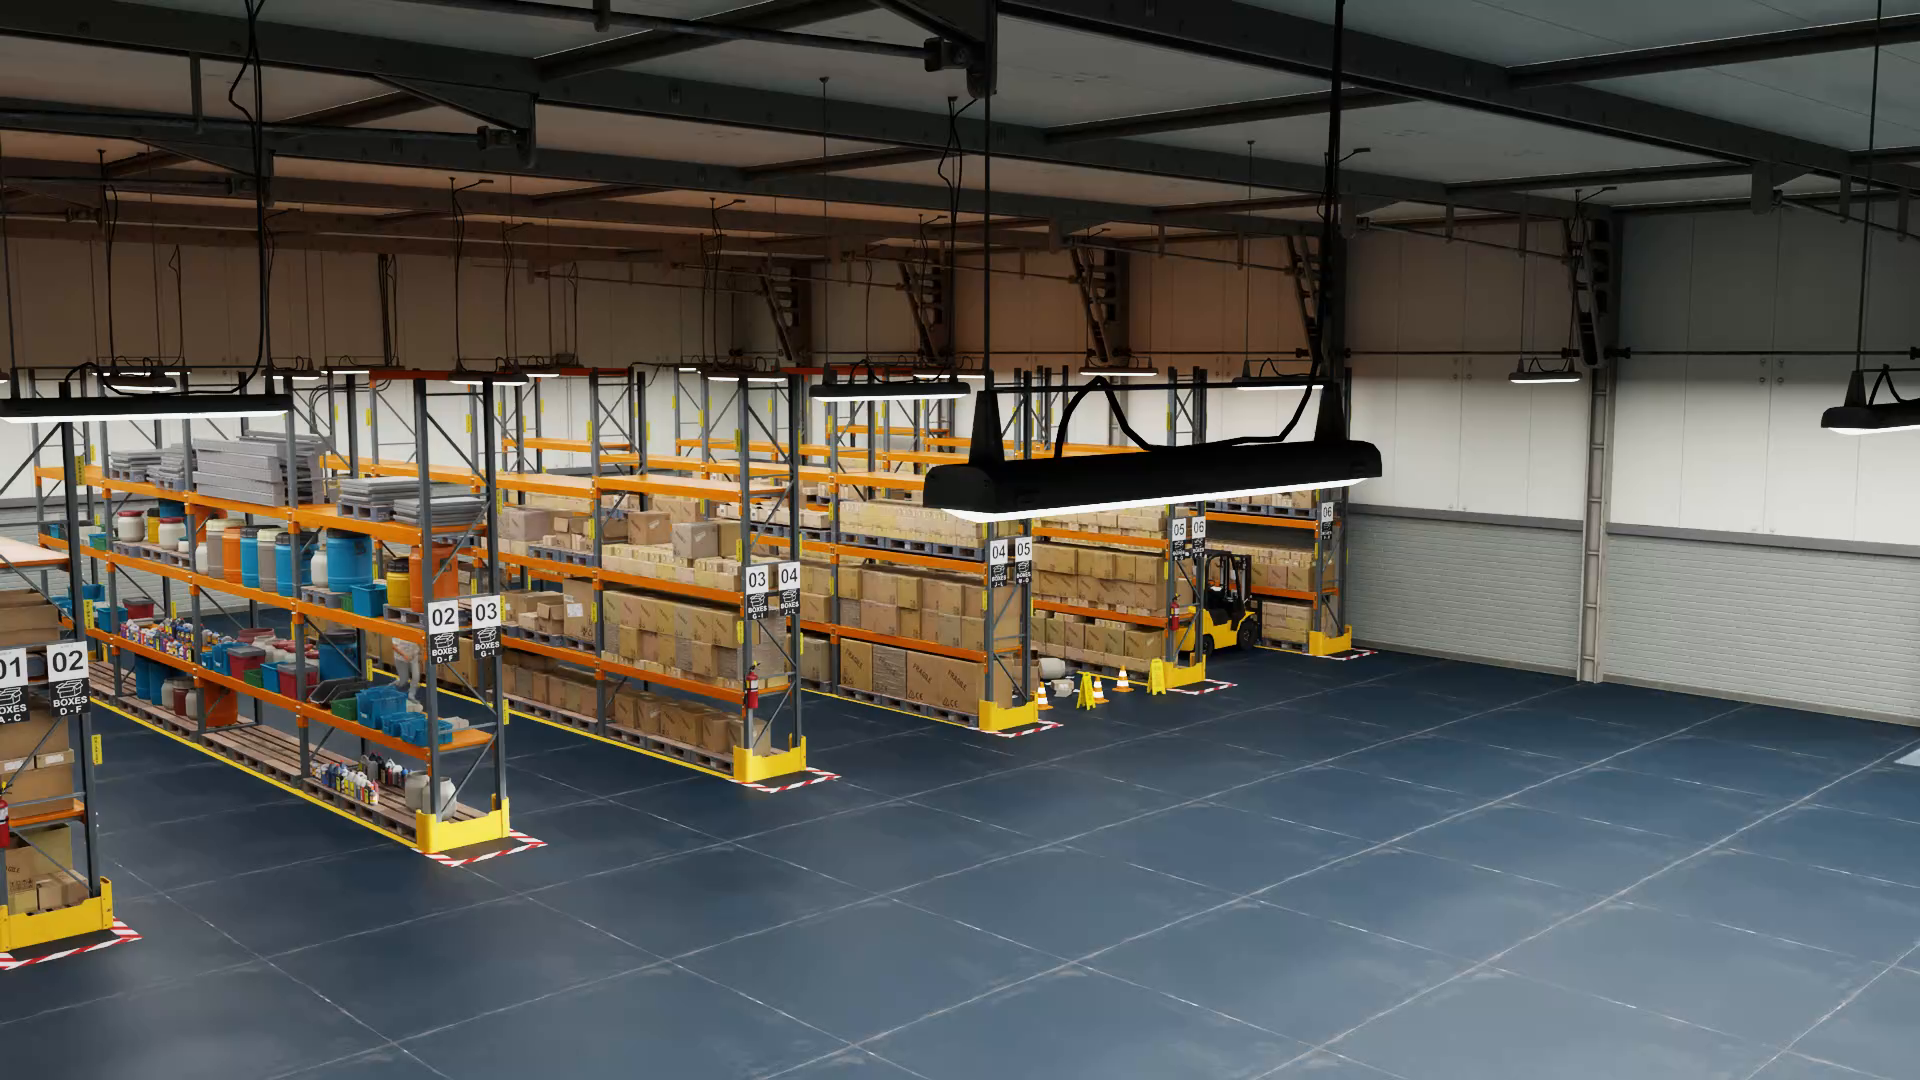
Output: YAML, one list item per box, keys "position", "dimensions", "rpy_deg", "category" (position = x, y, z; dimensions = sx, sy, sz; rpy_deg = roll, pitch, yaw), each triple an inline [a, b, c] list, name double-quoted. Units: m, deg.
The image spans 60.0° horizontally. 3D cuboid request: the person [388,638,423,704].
- position: [-10.057, 2.150, 30.078]
  dimensions: [0.727, 1.617, 0.609]
  rpy_deg: [5, 8, 35]
  category: "person"
